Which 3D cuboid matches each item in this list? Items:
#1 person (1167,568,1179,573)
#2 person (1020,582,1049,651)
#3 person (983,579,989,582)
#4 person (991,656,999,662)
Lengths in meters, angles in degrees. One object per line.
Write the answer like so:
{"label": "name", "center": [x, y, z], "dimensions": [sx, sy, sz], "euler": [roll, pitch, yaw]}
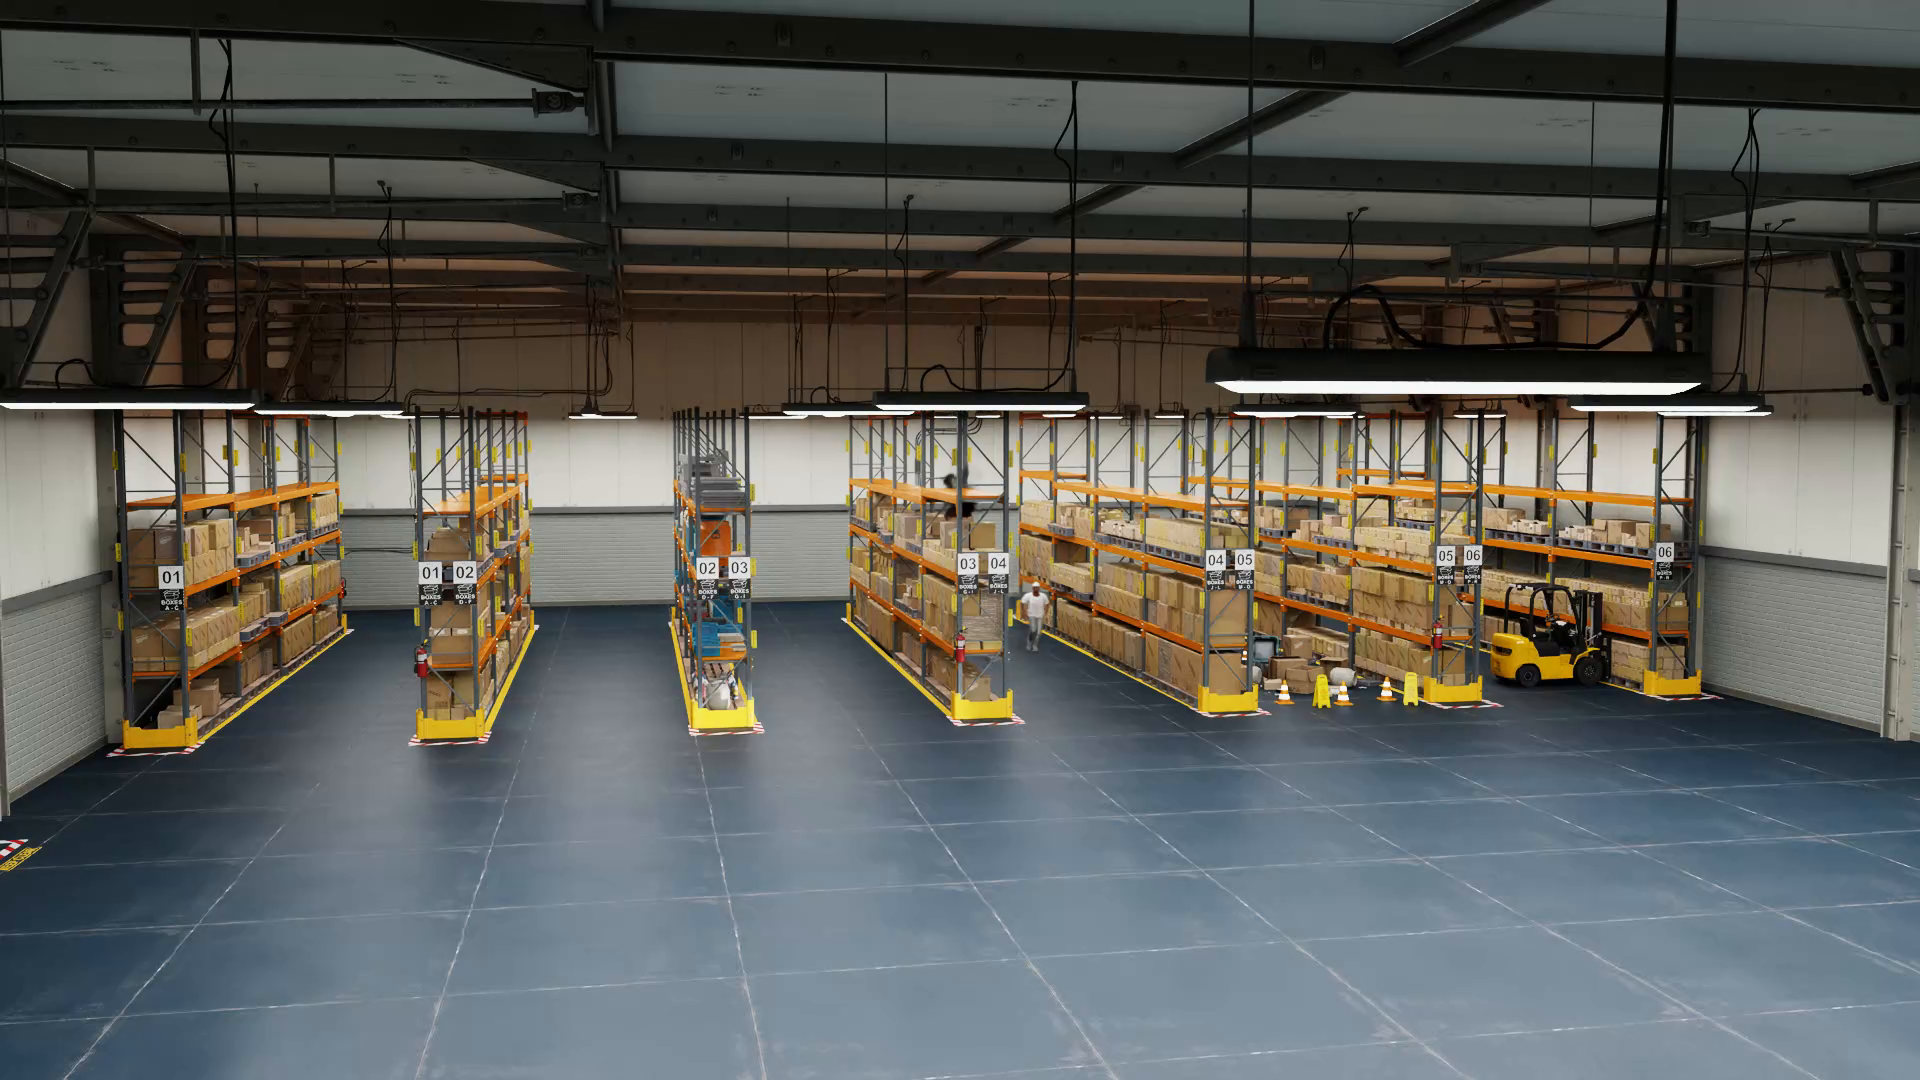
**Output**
{"label": "person", "center": [6.541, 1.227, 50.949], "dimensions": [0.886, 1.730, 0.731], "euler": [1, 4, 10]}
{"label": "person", "center": [1.900, 1.910, 41.356], "dimensions": [0.704, 1.730, 0.612], "euler": [-1, 4, -12]}
{"label": "person", "center": [0.459, 1.422, 48.496], "dimensions": [0.781, 1.702, 0.876], "euler": [4, 5, 41]}
{"label": "person", "center": [0.821, 1.979, 39.884], "dimensions": [0.700, 1.778, 0.913], "euler": [-1, 4, -16]}
